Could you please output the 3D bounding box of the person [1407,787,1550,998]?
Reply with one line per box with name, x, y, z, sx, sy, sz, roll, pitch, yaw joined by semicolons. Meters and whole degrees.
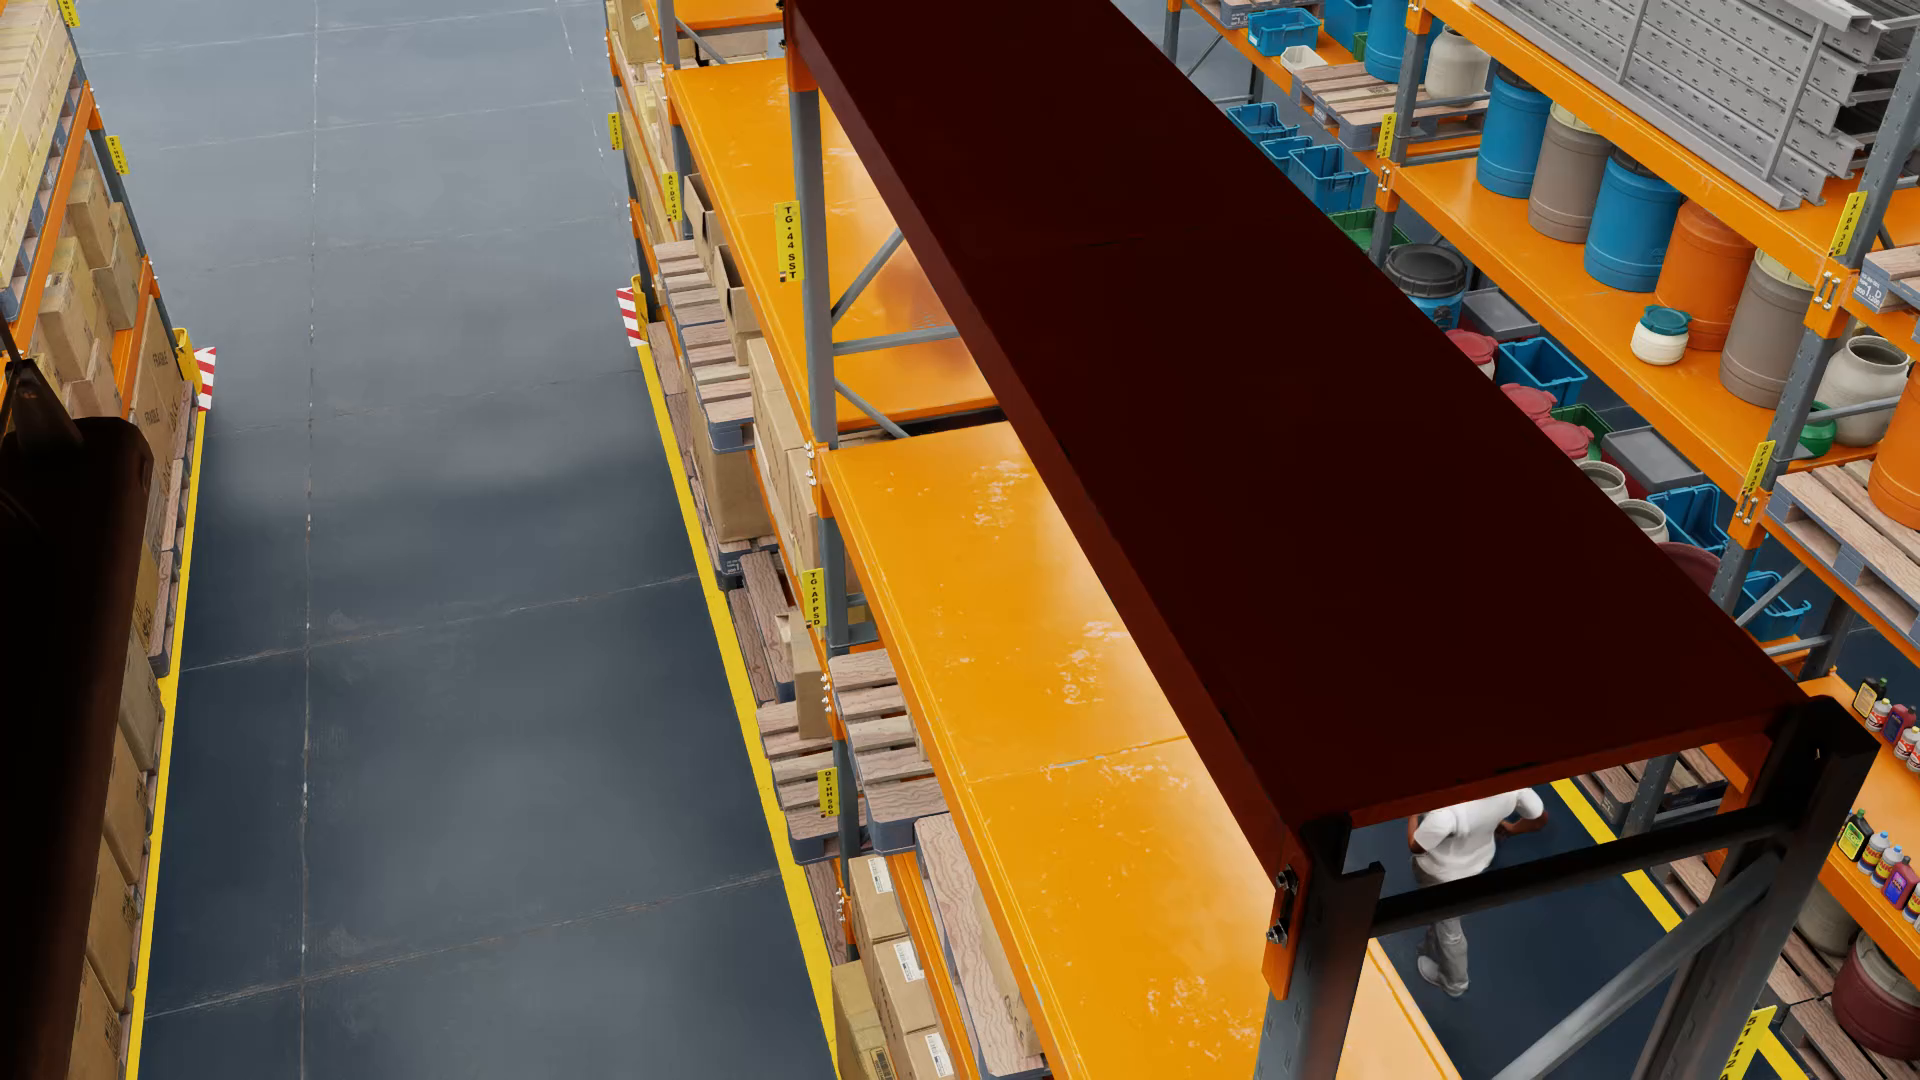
person;2.599;1.686;8.863;0.675;1.823;0.687;-24;44;-27
